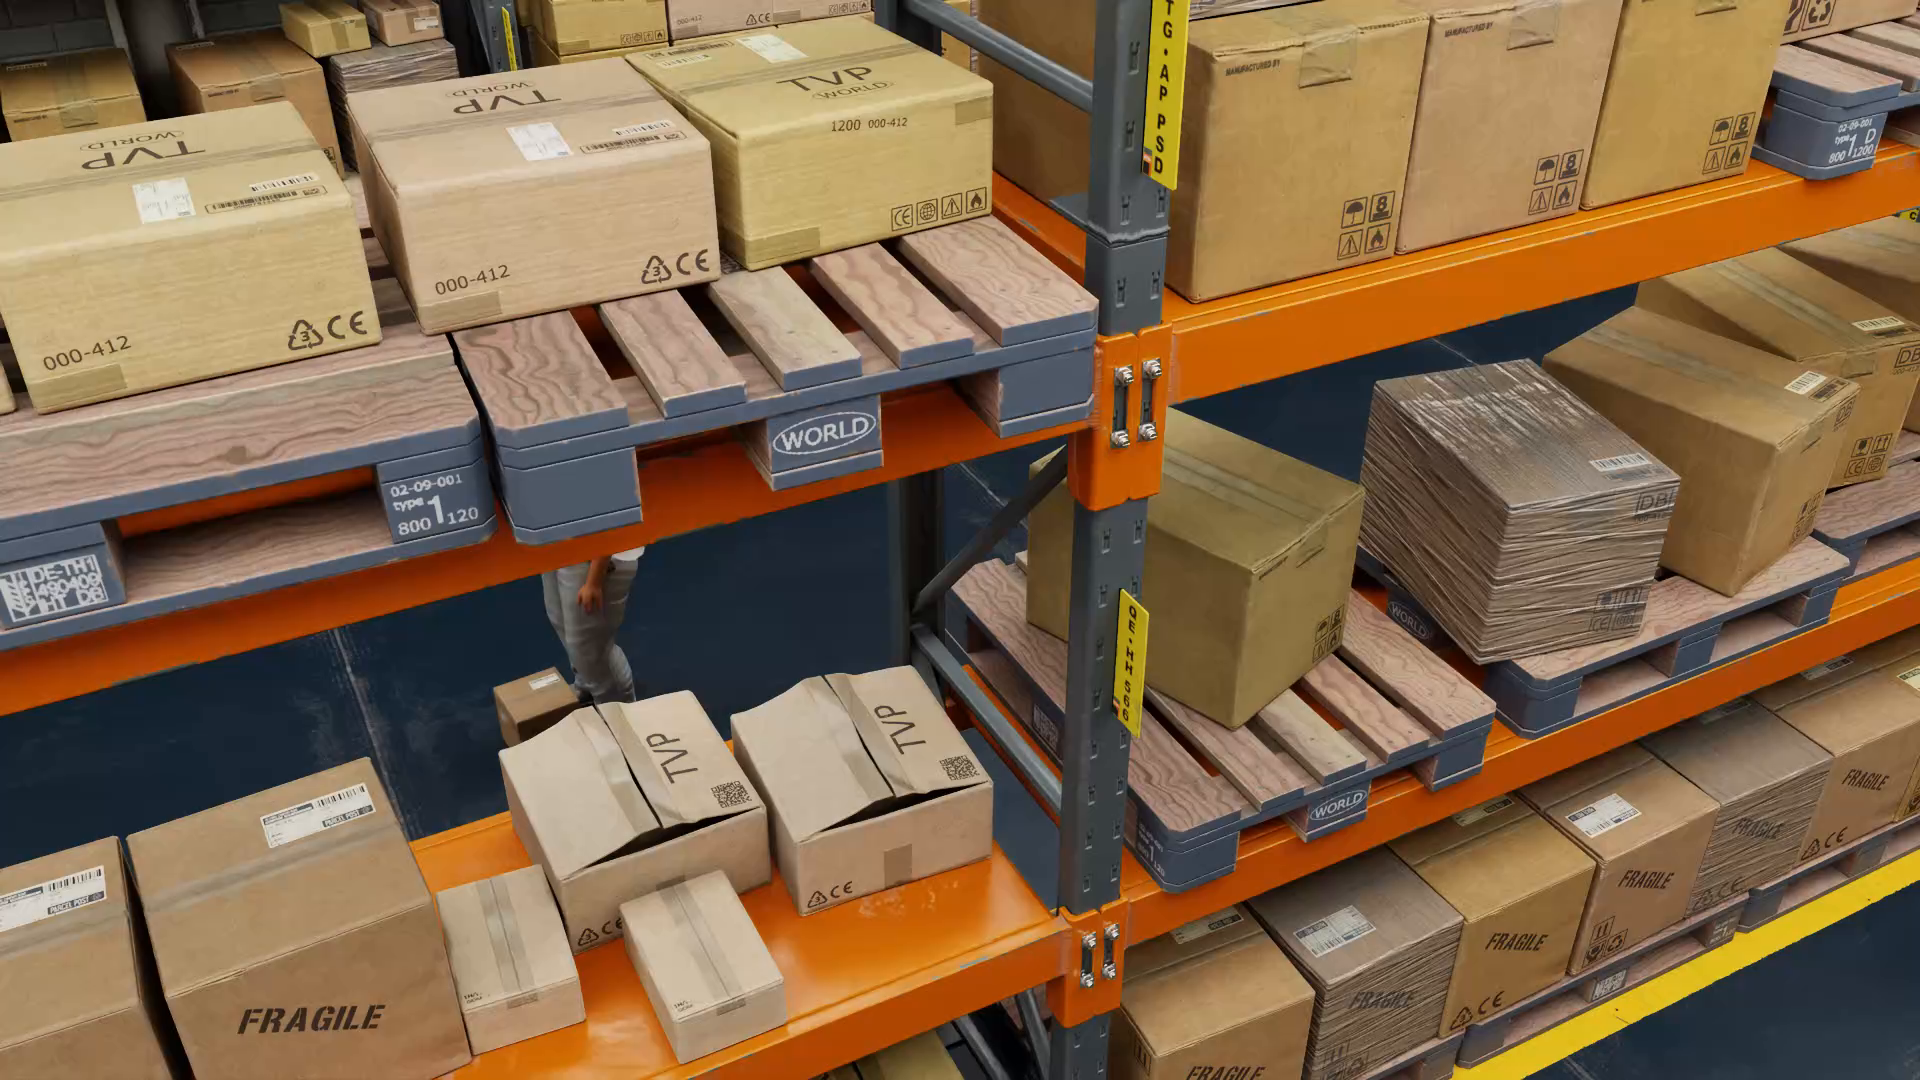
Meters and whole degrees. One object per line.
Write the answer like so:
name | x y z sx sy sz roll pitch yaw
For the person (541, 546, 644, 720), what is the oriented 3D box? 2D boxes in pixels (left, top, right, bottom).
person | -1.411 0.043 6.068 0.463 1.667 0.563 -18 37 -25
